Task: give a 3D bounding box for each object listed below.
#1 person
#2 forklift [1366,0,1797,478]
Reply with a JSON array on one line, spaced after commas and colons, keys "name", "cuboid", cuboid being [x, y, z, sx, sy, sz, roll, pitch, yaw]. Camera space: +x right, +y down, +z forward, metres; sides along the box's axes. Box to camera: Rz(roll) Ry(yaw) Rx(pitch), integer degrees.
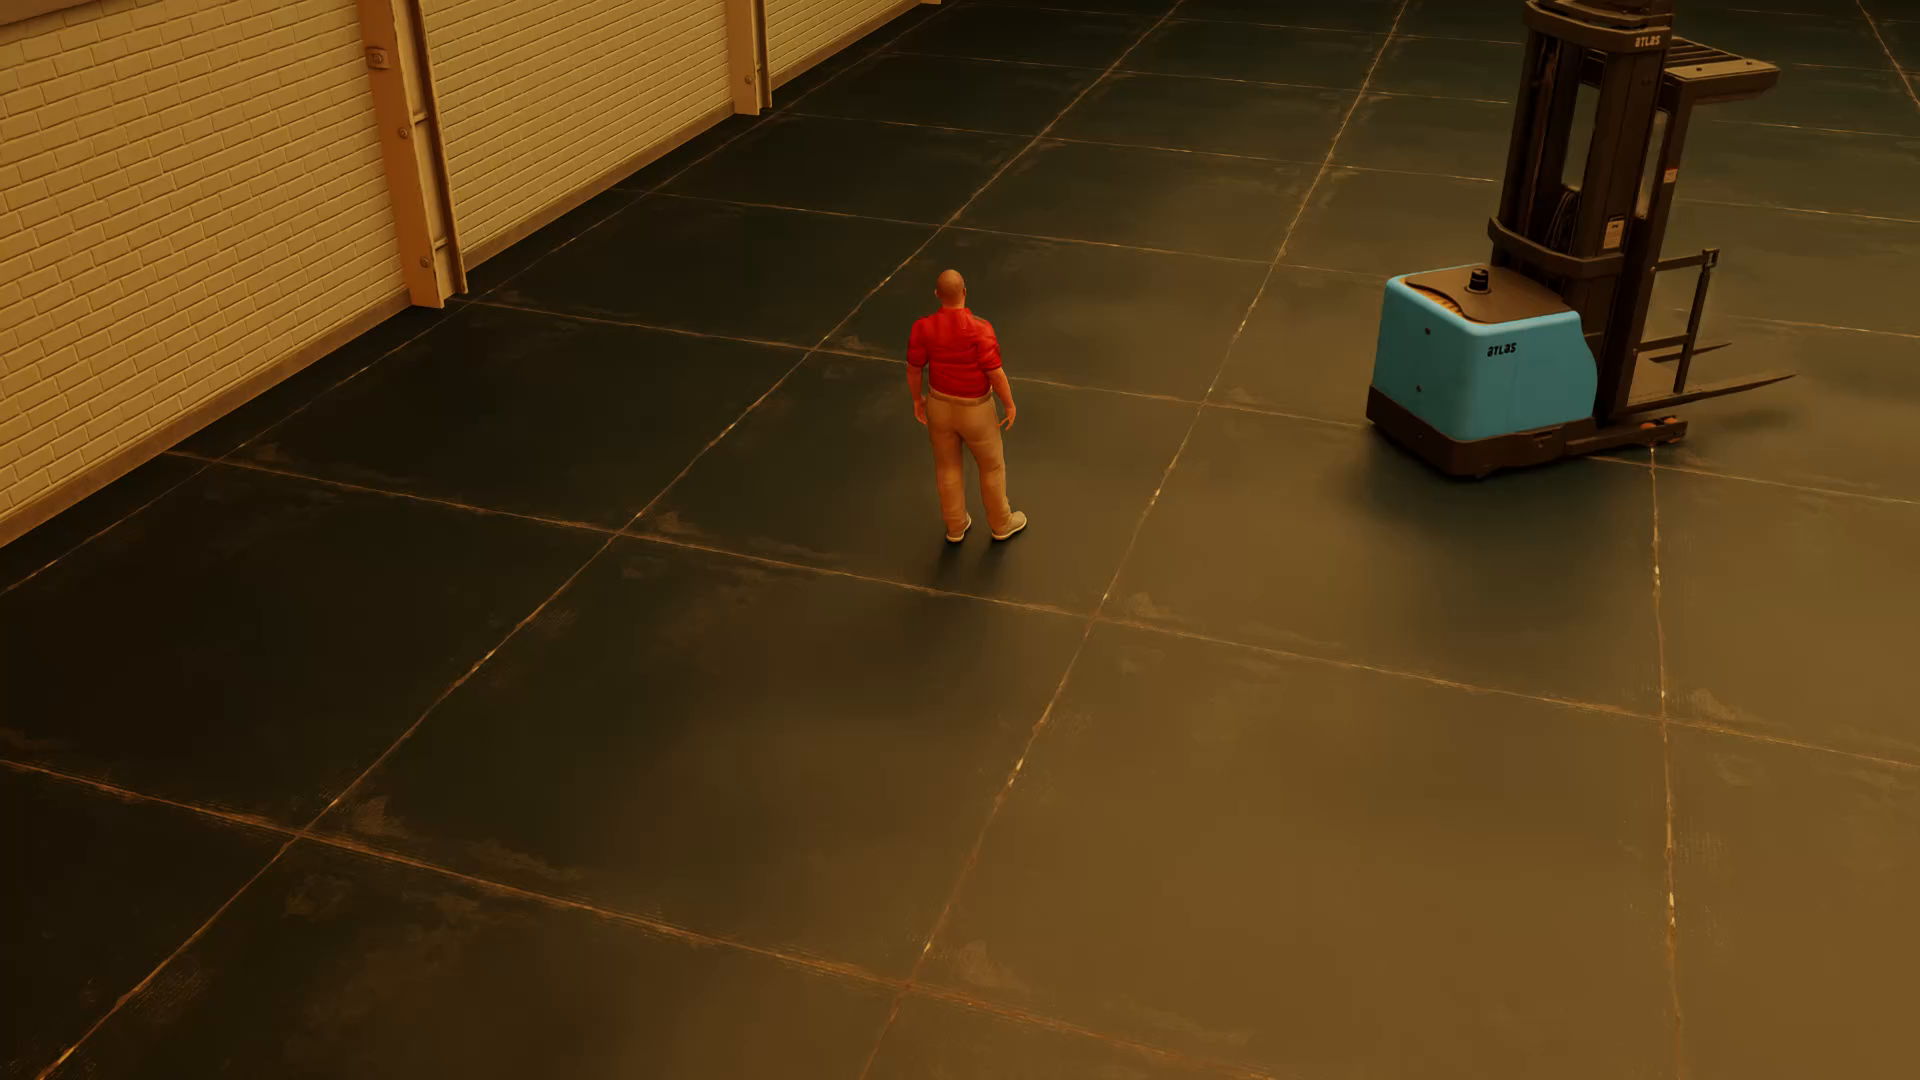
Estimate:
[{"name": "person", "cuboid": [0.041, -0.797, 9.735, 0.640, 1.727, 0.551, 10, 31, 16]}, {"name": "forklift", "cuboid": [4.363, -2.127, 10.868, 3.031, 2.935, 1.130, -11, 32, -19]}]
